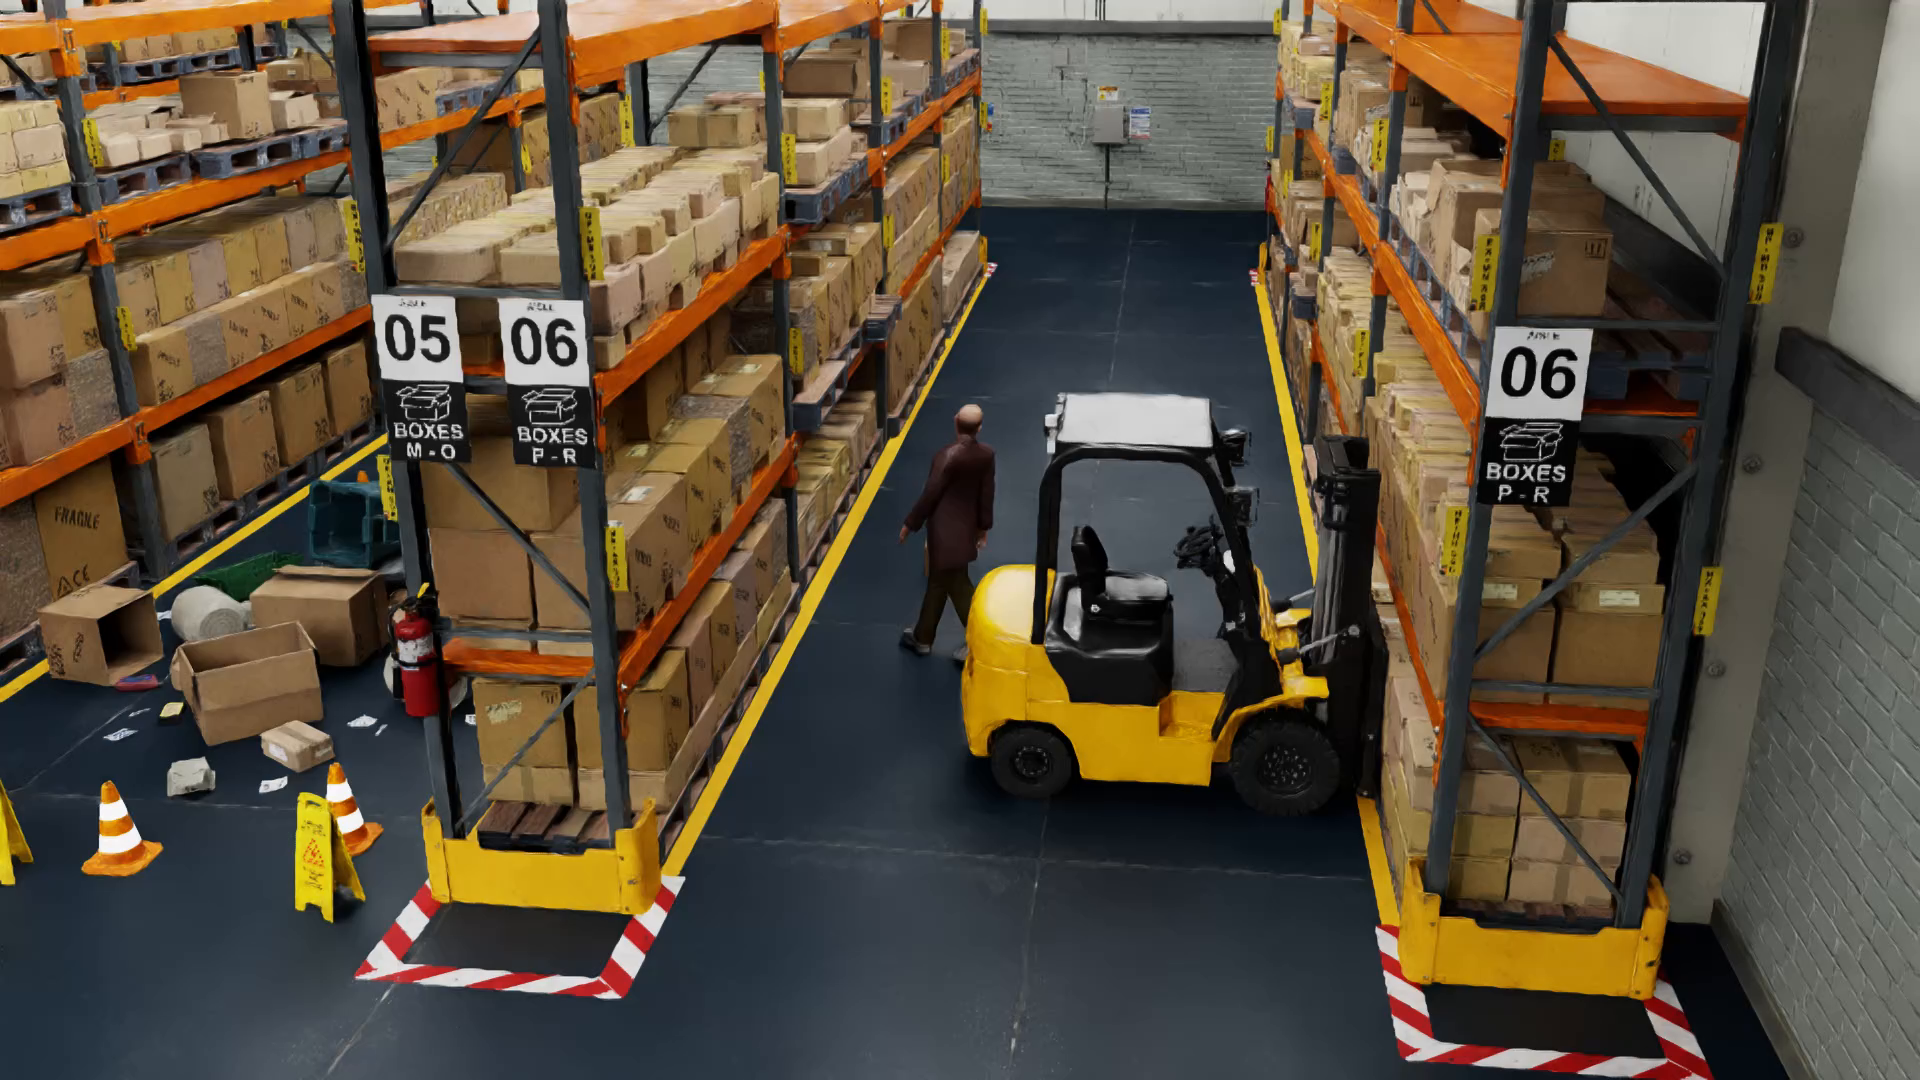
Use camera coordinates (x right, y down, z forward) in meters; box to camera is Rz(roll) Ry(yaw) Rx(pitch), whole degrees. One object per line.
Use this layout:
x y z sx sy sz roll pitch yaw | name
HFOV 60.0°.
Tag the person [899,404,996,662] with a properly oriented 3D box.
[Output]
-0.059 -0.070 11.322 0.746 1.740 0.613 10 23 24 | person
